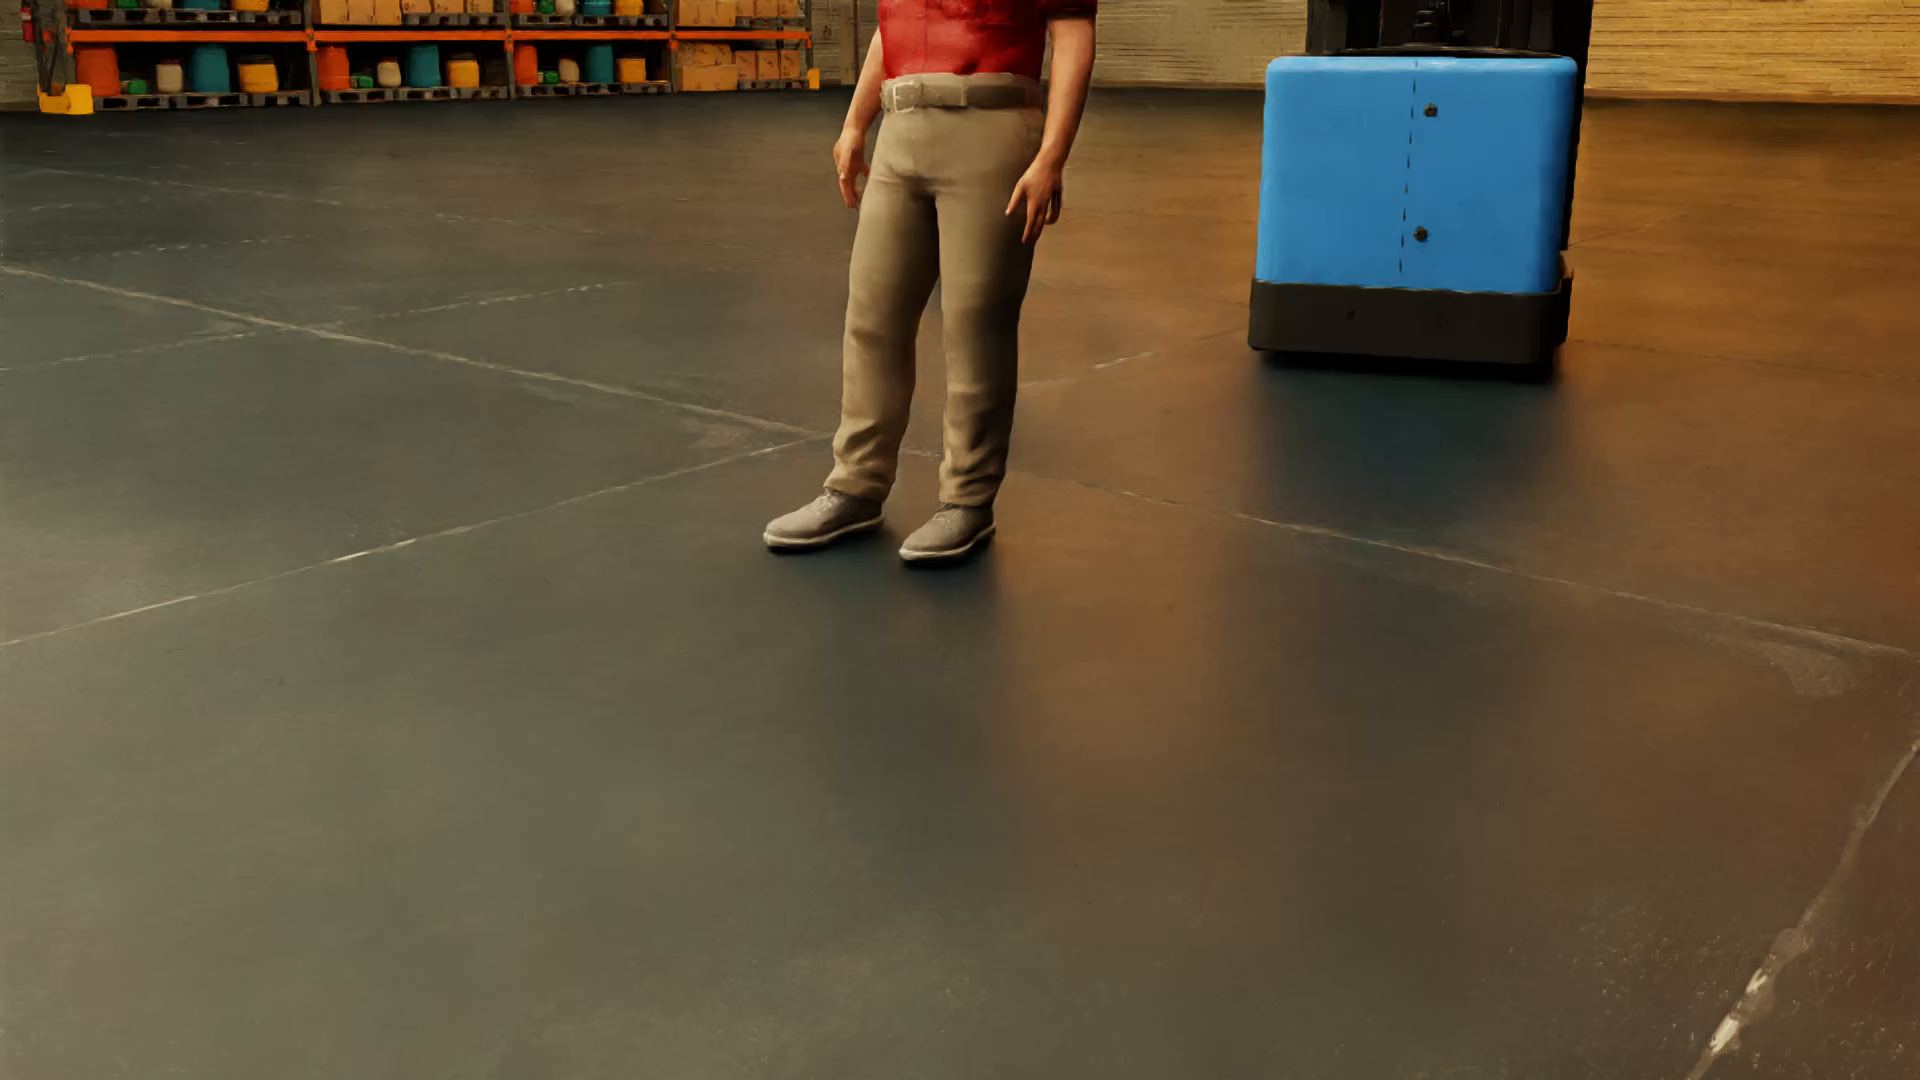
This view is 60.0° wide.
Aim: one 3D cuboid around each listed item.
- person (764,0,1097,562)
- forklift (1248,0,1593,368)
[{"bbox_3d":[-0.066,-0.816,3.630,0.640,1.726,0.550,13,21,37],"label":"person"},{"bbox_3d":[2.017,-2.387,6.758,1.130,2.935,3.031,6,18,19],"label":"forklift"}]
